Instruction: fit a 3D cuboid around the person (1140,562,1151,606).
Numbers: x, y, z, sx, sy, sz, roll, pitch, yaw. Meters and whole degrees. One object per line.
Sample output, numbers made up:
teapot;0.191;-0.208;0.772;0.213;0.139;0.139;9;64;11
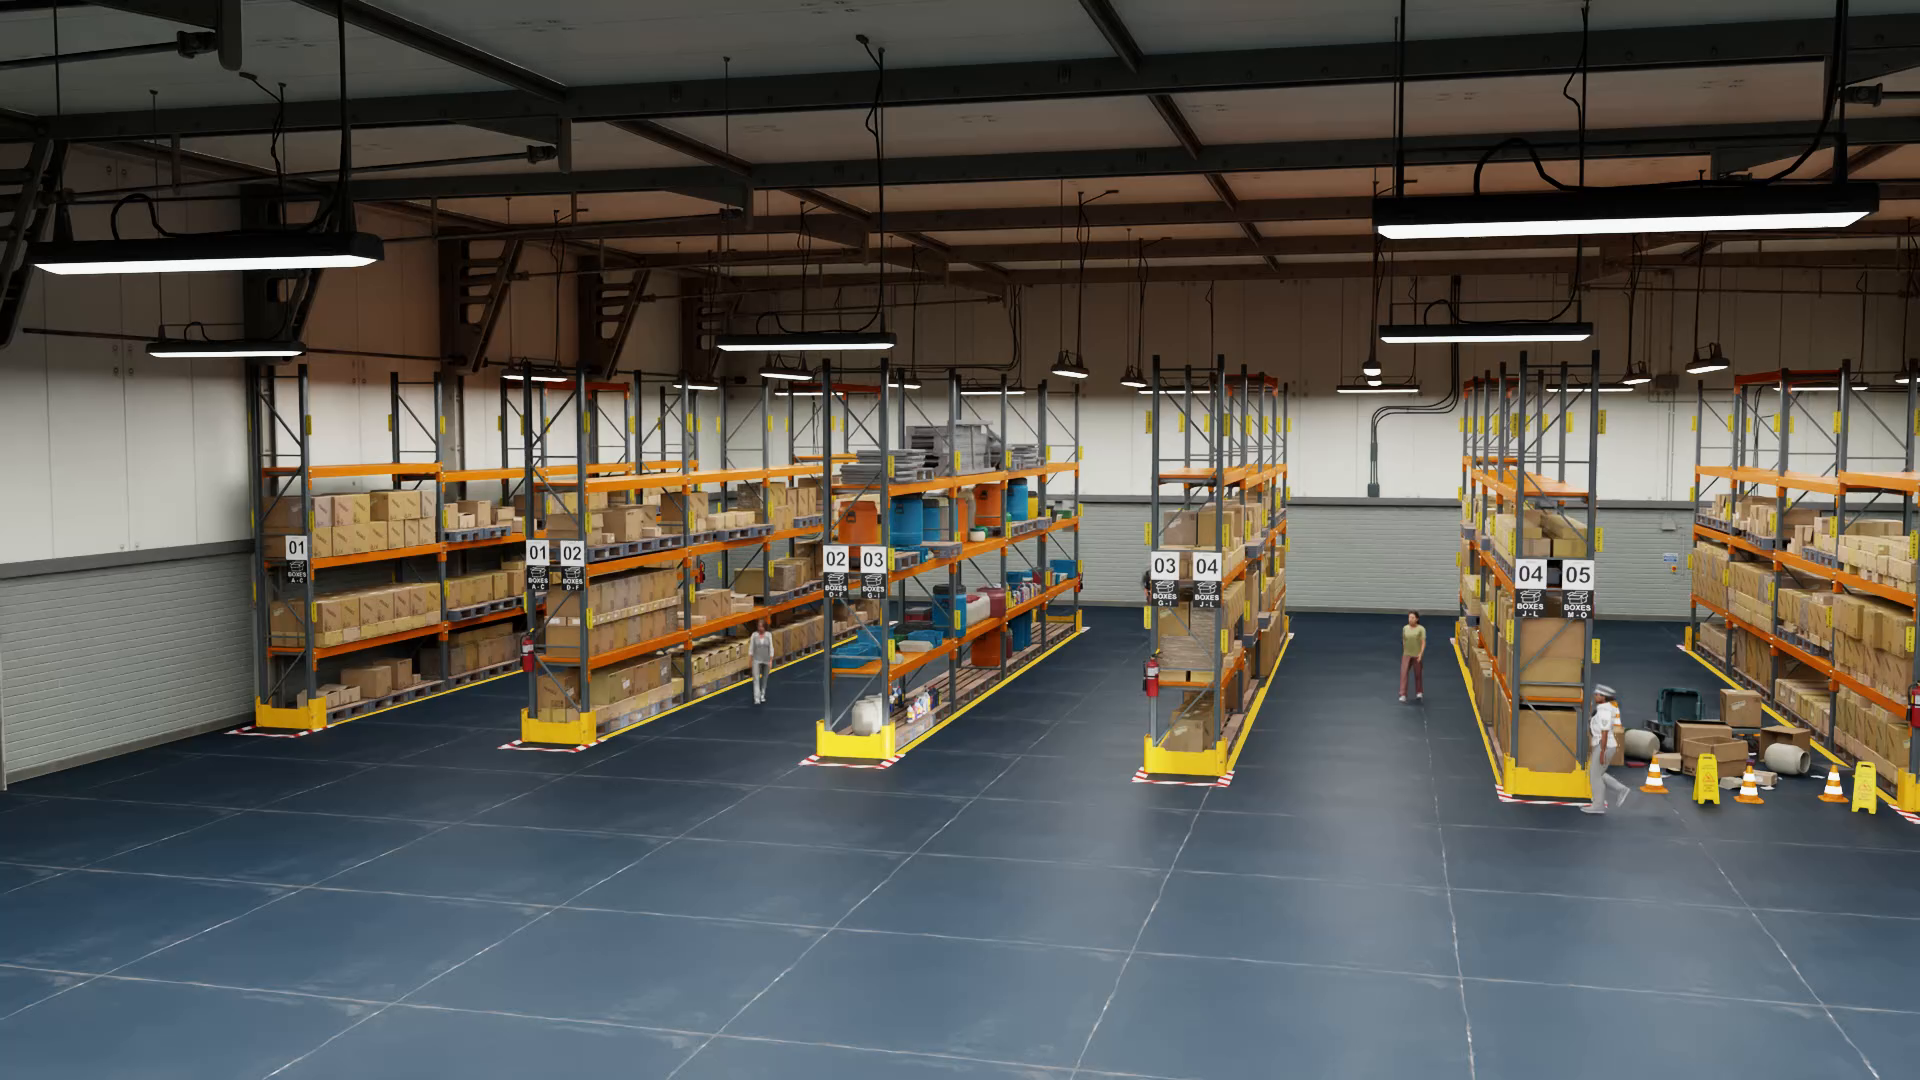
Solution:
person;4.835;1.341;41.292;0.689;1.631;0.718;2;4;22

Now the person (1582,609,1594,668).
person;12.801;1.774;34.346;0.649;1.741;0.649;-1;4;-9

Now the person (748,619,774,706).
person;-3.527;2.171;29.569;0.430;1.533;1.021;-1;4;-18

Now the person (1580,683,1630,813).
person;8.314;2.676;21.360;0.619;1.665;0.453;1;4;13

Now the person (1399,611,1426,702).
person;8.197;2.094;30.114;0.459;1.611;0.986;2;5;29
